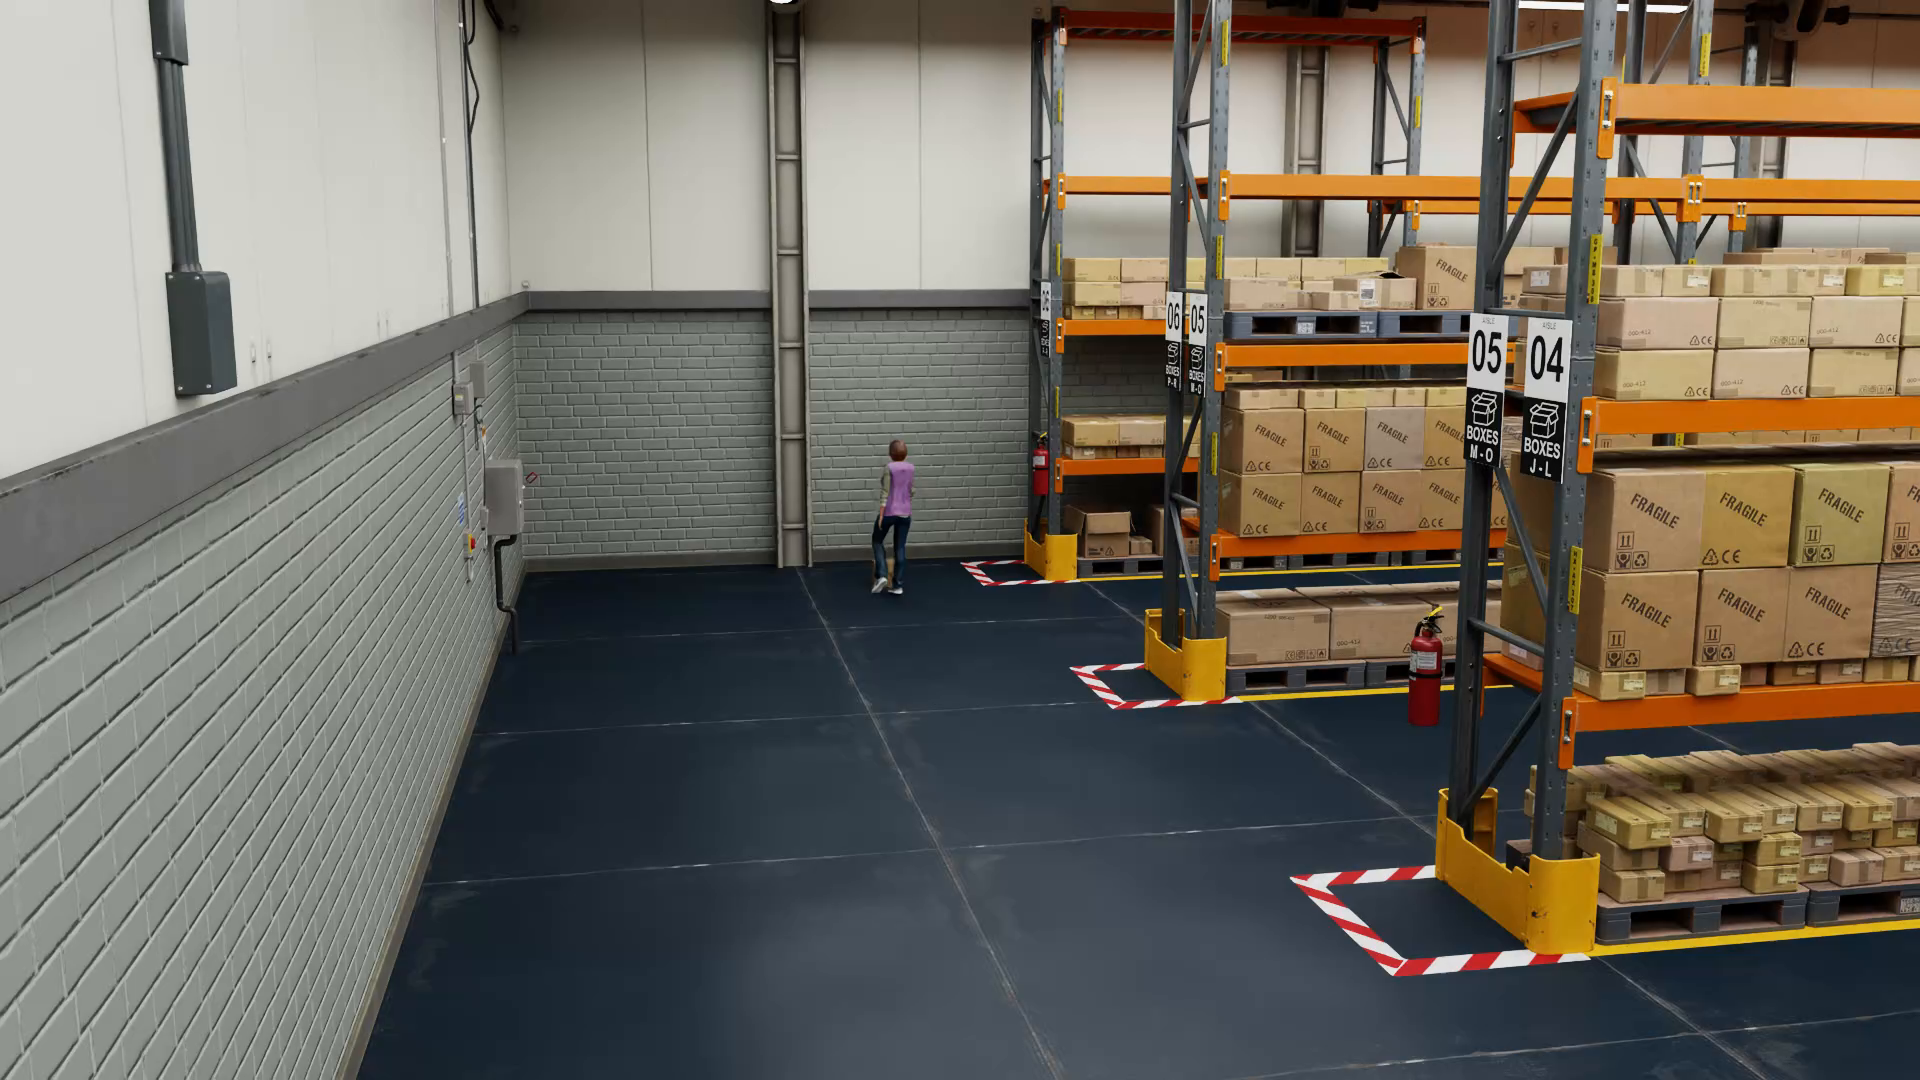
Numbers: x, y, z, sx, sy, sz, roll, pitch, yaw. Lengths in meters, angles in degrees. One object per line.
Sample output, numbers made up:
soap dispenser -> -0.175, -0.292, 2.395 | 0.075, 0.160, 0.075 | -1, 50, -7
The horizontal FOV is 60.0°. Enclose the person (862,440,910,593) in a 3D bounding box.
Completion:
person -> -0.740, -0.260, 17.345 | 0.442, 1.579, 0.744 | -4, 11, -22
